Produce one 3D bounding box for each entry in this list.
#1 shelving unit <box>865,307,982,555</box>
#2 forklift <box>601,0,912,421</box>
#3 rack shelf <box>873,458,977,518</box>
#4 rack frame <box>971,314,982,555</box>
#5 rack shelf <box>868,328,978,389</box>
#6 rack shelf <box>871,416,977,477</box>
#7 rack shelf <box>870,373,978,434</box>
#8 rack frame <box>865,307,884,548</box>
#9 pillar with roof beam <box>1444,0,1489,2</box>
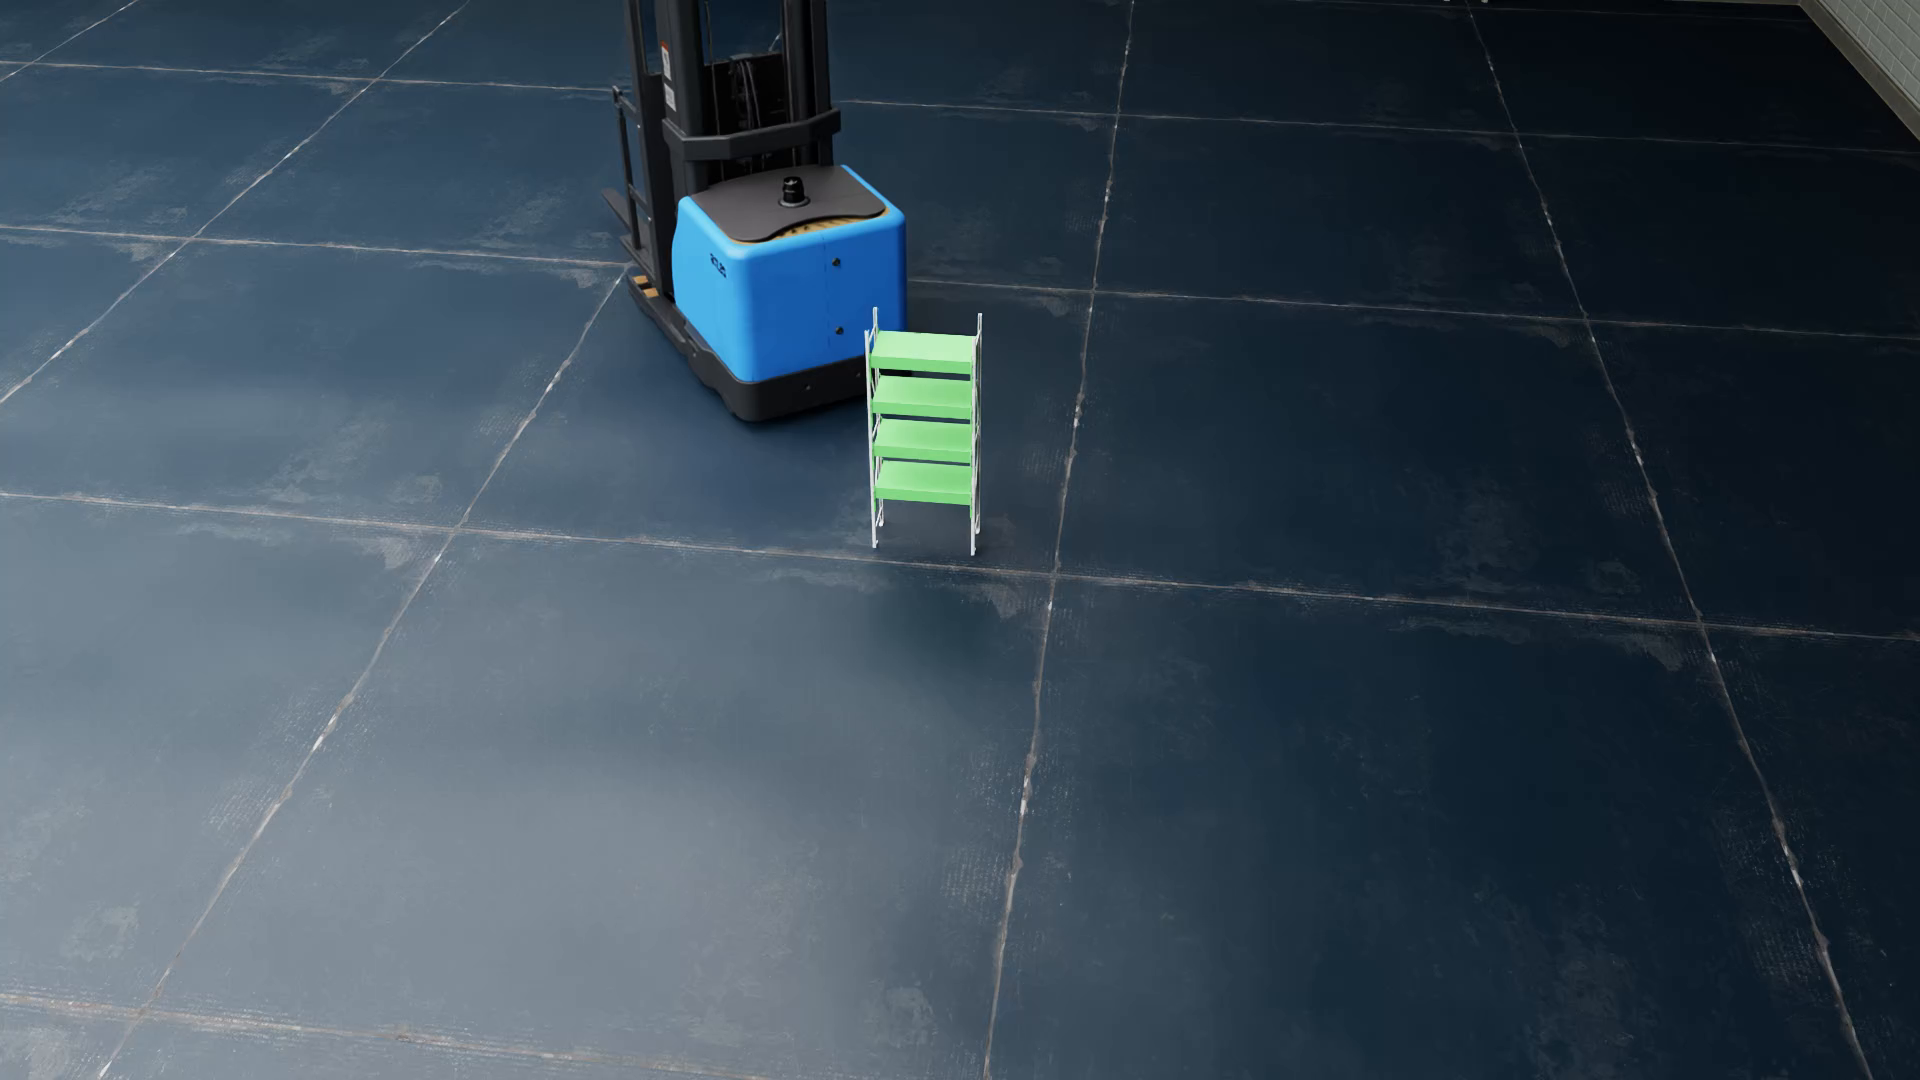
[{"bbox_3d":[-0.164,-0.501,7.919,0.503,1.200,0.258,4,36,6],"label":"shelving unit"},{"bbox_3d":[-1.405,-2.676,9.476,1.130,2.935,3.031,-17,39,-22],"label":"forklift"},{"bbox_3d":[-0.164,-0.253,8.095,0.480,0.148,0.258,4,36,6],"label":"rack shelf"},{"bbox_3d":[0.078,-0.483,7.893,0.015,1.200,0.240,4,36,6],"label":"rack frame"},{"bbox_3d":[-0.164,-0.839,7.677,0.480,0.148,0.258,4,36,6],"label":"rack shelf"},{"bbox_3d":[-0.164,-0.449,7.956,0.480,0.148,0.258,4,36,6],"label":"rack shelf"},{"bbox_3d":[-0.164,-0.644,7.816,0.480,0.148,0.258,4,36,6],"label":"rack shelf"},{"bbox_3d":[-0.406,-0.519,7.944,0.015,1.200,0.240,4,36,6],"label":"rack frame"},{"bbox_3d":[4.068,-6.162,9.137,0.400,9.000,9.100,4,36,6],"label":"pillar with roof beam"}]
